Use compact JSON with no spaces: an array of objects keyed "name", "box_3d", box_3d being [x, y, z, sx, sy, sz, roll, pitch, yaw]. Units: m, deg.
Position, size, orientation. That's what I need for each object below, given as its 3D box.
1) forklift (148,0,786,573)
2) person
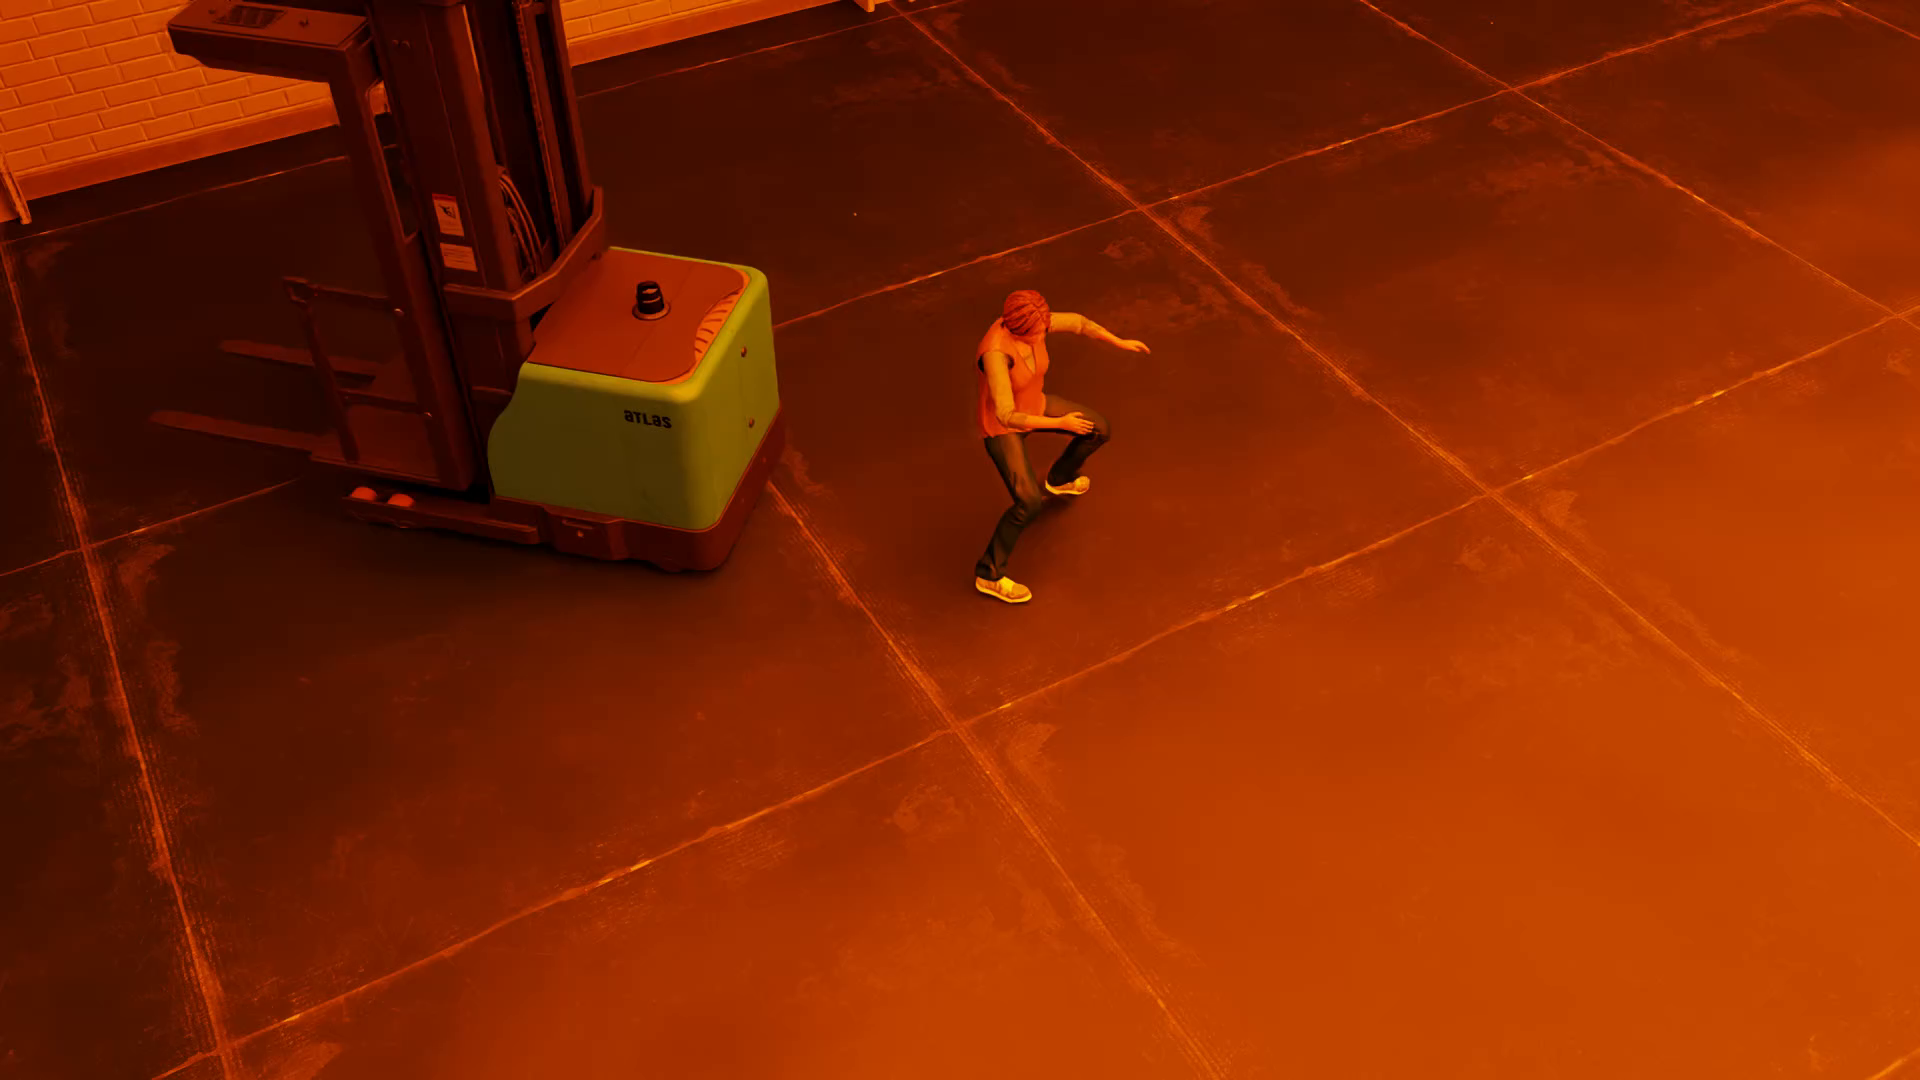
[{"name":"forklift","box_3d":[-2.440,-1.467,7.280,3.031,2.935,1.130,10,44,11]},{"name":"person","box_3d":[0.378,-0.498,7.384,0.662,1.366,0.914,30,50,28]}]
